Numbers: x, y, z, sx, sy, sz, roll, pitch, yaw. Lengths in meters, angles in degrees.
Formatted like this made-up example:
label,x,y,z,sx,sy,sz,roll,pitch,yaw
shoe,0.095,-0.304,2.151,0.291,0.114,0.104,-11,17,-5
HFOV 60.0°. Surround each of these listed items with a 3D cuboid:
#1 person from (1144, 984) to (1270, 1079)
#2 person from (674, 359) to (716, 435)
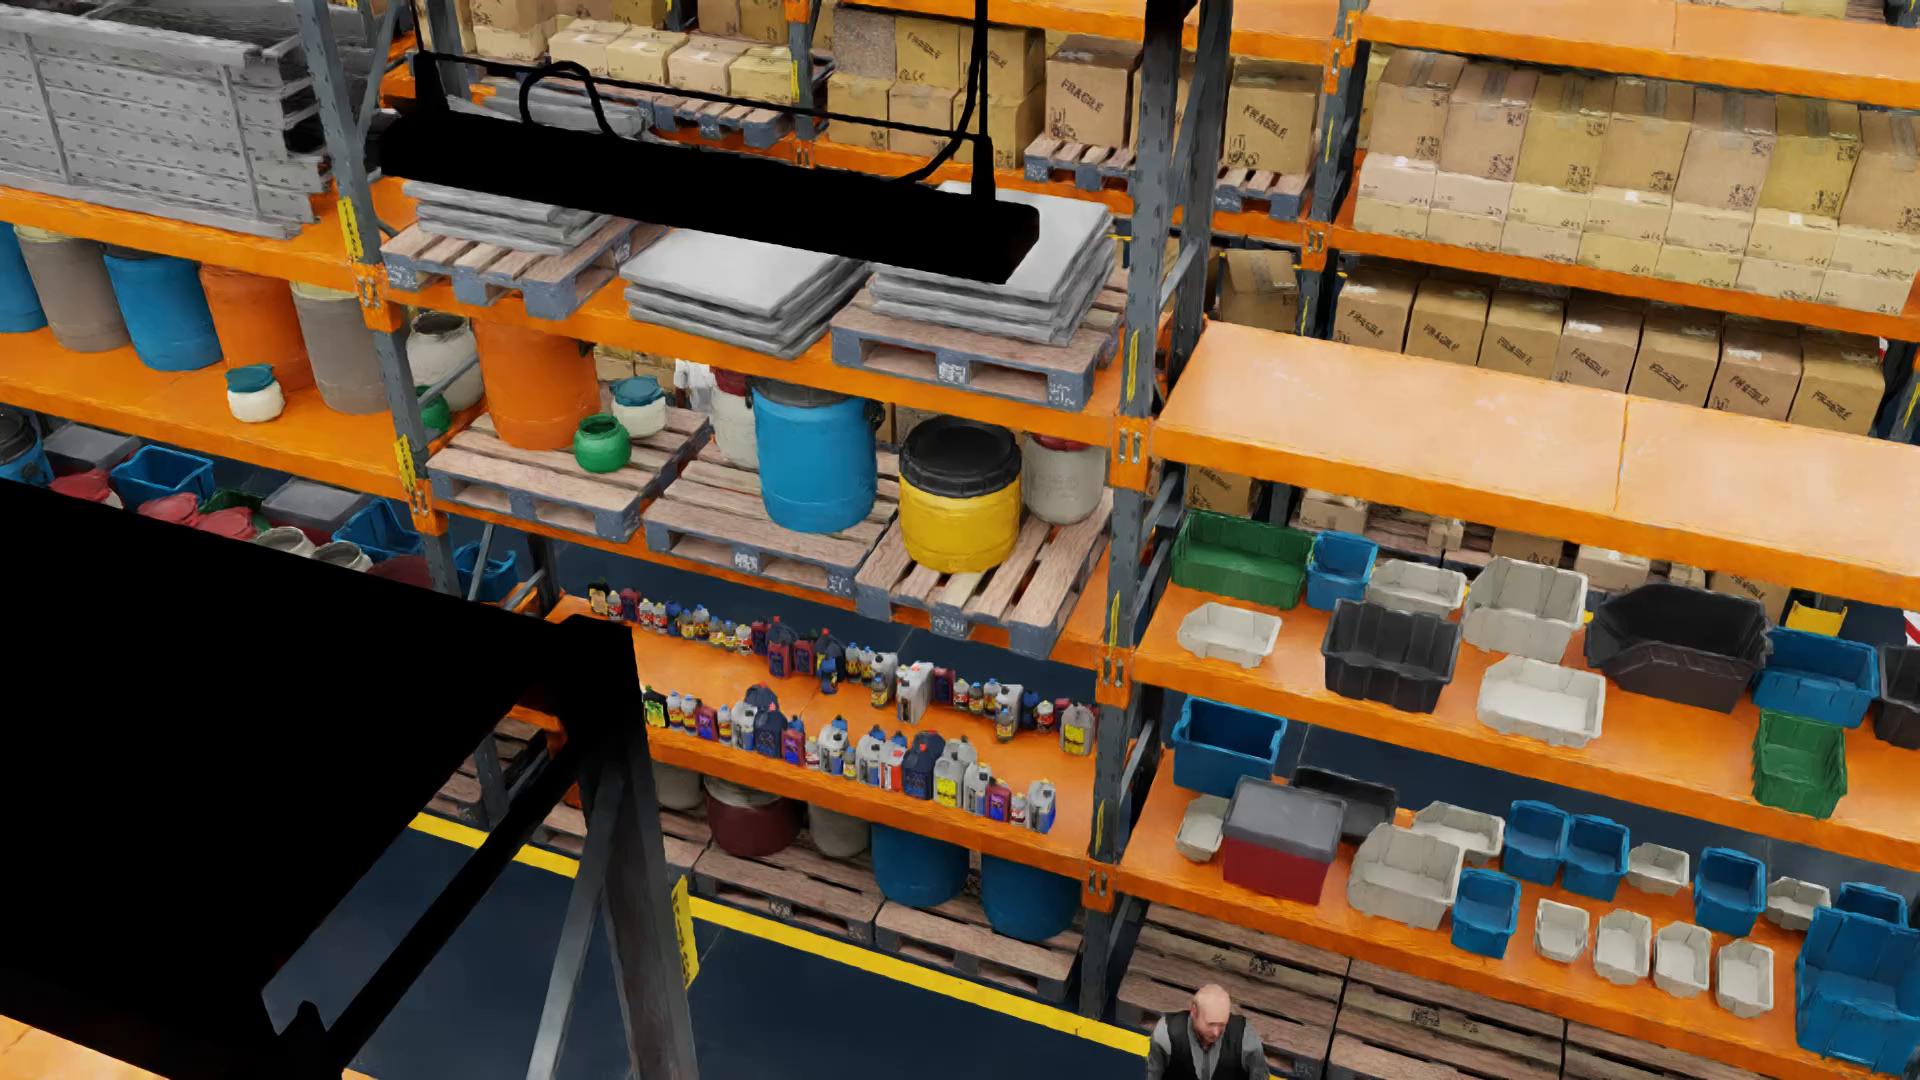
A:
label,x,y,z,sx,sy,sz,roll,pitch,yaw
person,1.208,2.792,8.136,0.654,1.727,0.386,6,37,8
person,-1.921,-0.958,13.172,0.645,1.772,0.464,-1,37,-2
